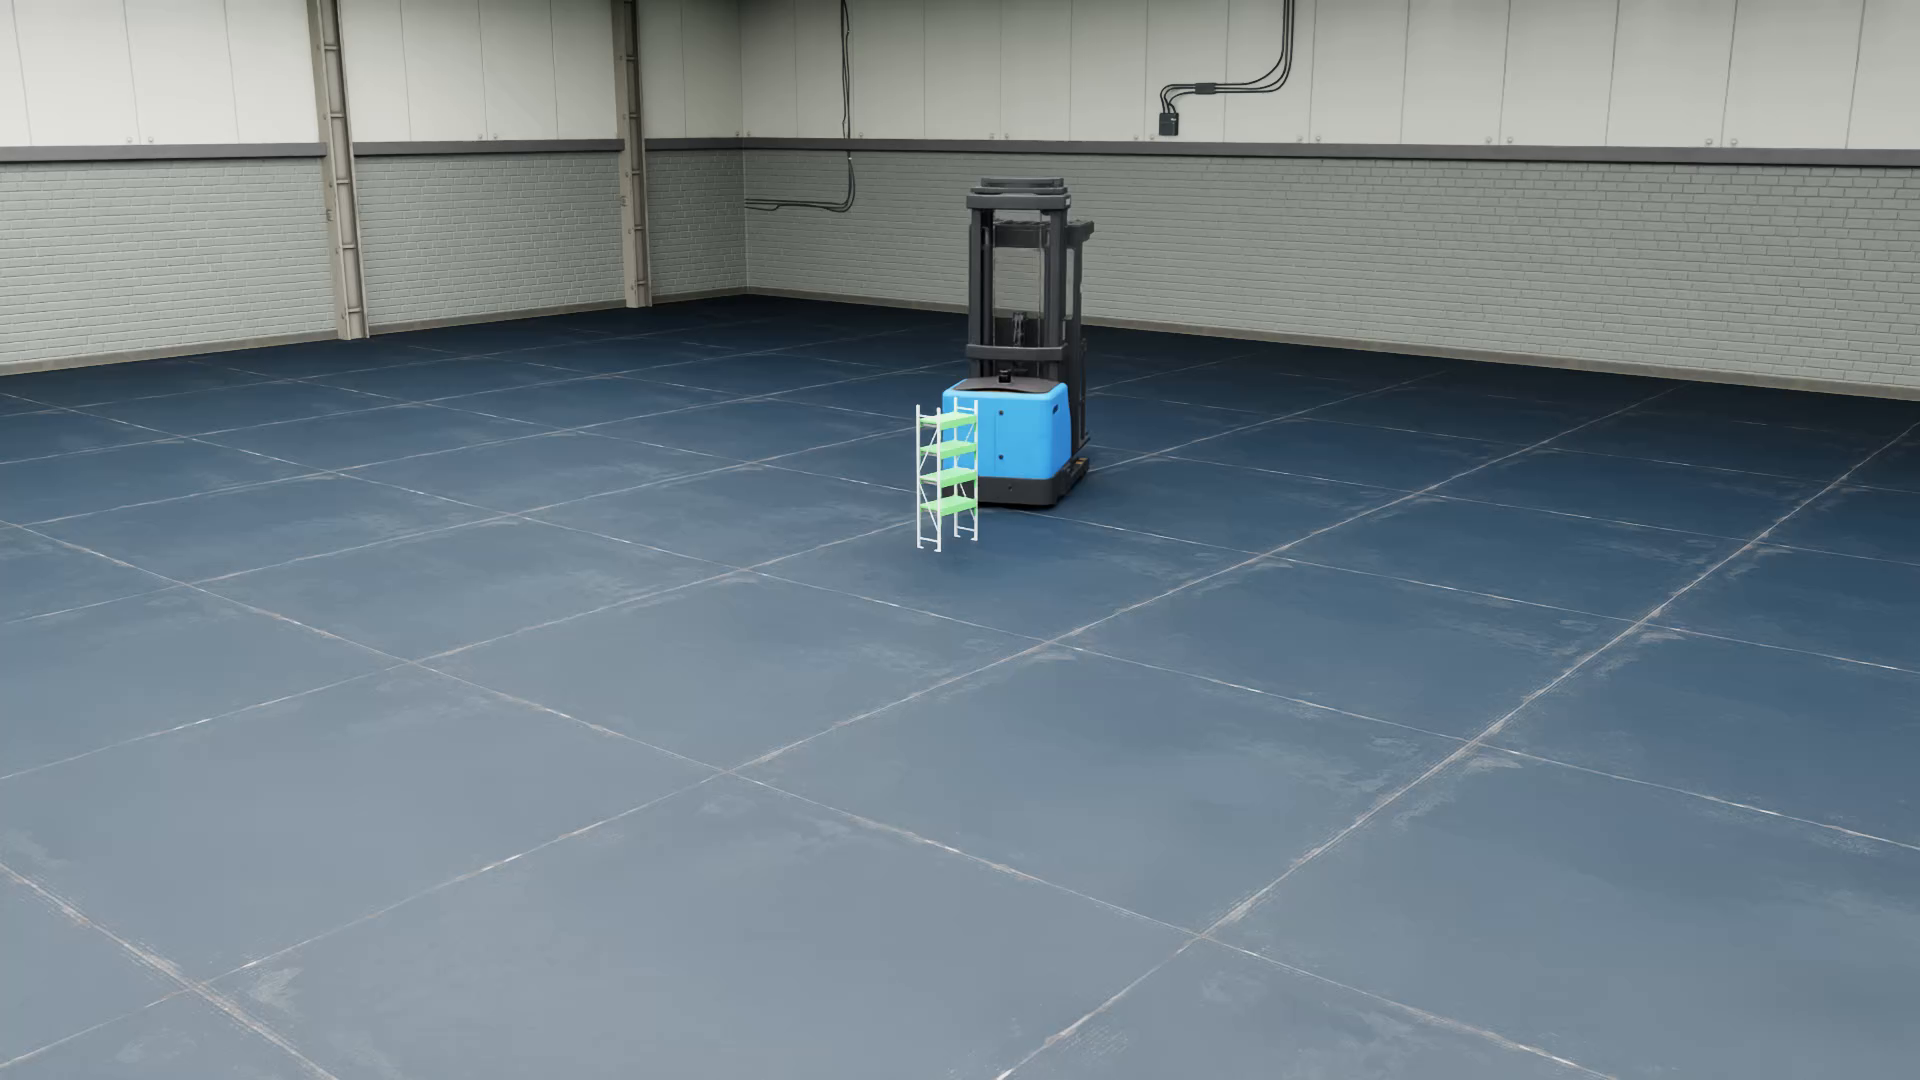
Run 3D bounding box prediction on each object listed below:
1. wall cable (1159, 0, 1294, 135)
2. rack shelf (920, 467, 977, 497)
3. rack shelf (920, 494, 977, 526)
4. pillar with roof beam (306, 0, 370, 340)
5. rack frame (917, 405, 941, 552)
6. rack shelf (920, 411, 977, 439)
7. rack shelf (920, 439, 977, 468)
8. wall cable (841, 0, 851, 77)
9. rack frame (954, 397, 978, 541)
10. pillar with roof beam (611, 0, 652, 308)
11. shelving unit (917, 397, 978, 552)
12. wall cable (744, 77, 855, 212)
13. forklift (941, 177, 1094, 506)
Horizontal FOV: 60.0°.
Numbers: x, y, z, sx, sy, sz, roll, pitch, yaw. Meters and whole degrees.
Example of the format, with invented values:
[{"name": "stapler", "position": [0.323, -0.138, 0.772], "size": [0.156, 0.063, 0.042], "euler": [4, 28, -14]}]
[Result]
[{"name": "wall cable", "position": [4.156, -9.333, 25.677], "size": [2.305, 6.003, 0.169], "euler": [11, 18, 38]}, {"name": "rack shelf", "position": [-0.104, -0.488, 13.866], "size": [0.258, 0.148, 0.480], "euler": [11, 18, 38]}, {"name": "rack shelf", "position": [-0.104, -0.255, 13.925], "size": [0.258, 0.148, 0.480], "euler": [11, 18, 38]}, {"name": "pillar with roof beam", "position": [-6.520, -6.982, 23.330], "size": [9.100, 9.000, 0.400], "euler": [11, 18, 38]}, {"name": "rack frame", "position": [-0.257, -0.503, 13.666], "size": [0.240, 1.200, 0.015], "euler": [11, 18, 38]}, {"name": "rack shelf", "position": [-0.104, -0.953, 13.748], "size": [0.258, 0.148, 0.480], "euler": [11, 18, 38]}, {"name": "rack shelf", "position": [-0.104, -0.721, 13.807], "size": [0.258, 0.148, 0.480], "euler": [11, 18, 38]}, {"name": "wall cable", "position": [-1.113, -9.681, 30.003], "size": [3.097, 2.526, 0.112], "euler": [11, 18, 38]}, {"name": "rack frame", "position": [0.049, -0.597, 14.034], "size": [0.240, 1.200, 0.015], "euler": [11, 18, 38]}, {"name": "pillar with roof beam", "position": [-2.749, -8.131, 27.853], "size": [9.100, 9.000, 0.400], "euler": [11, 18, 38]}, {"name": "shelving unit", "position": [-0.104, -0.550, 13.850], "size": [0.258, 1.200, 0.503], "euler": [11, 18, 38]}, {"name": "wall cable", "position": [-3.218, -7.652, 32.273], "size": [3.097, 2.526, 0.112], "euler": [11, 18, 38]}, {"name": "forklift", "position": [0.682, -2.052, 16.249], "size": [1.130, 2.935, 3.031], "euler": [4, 15, 14]}]
